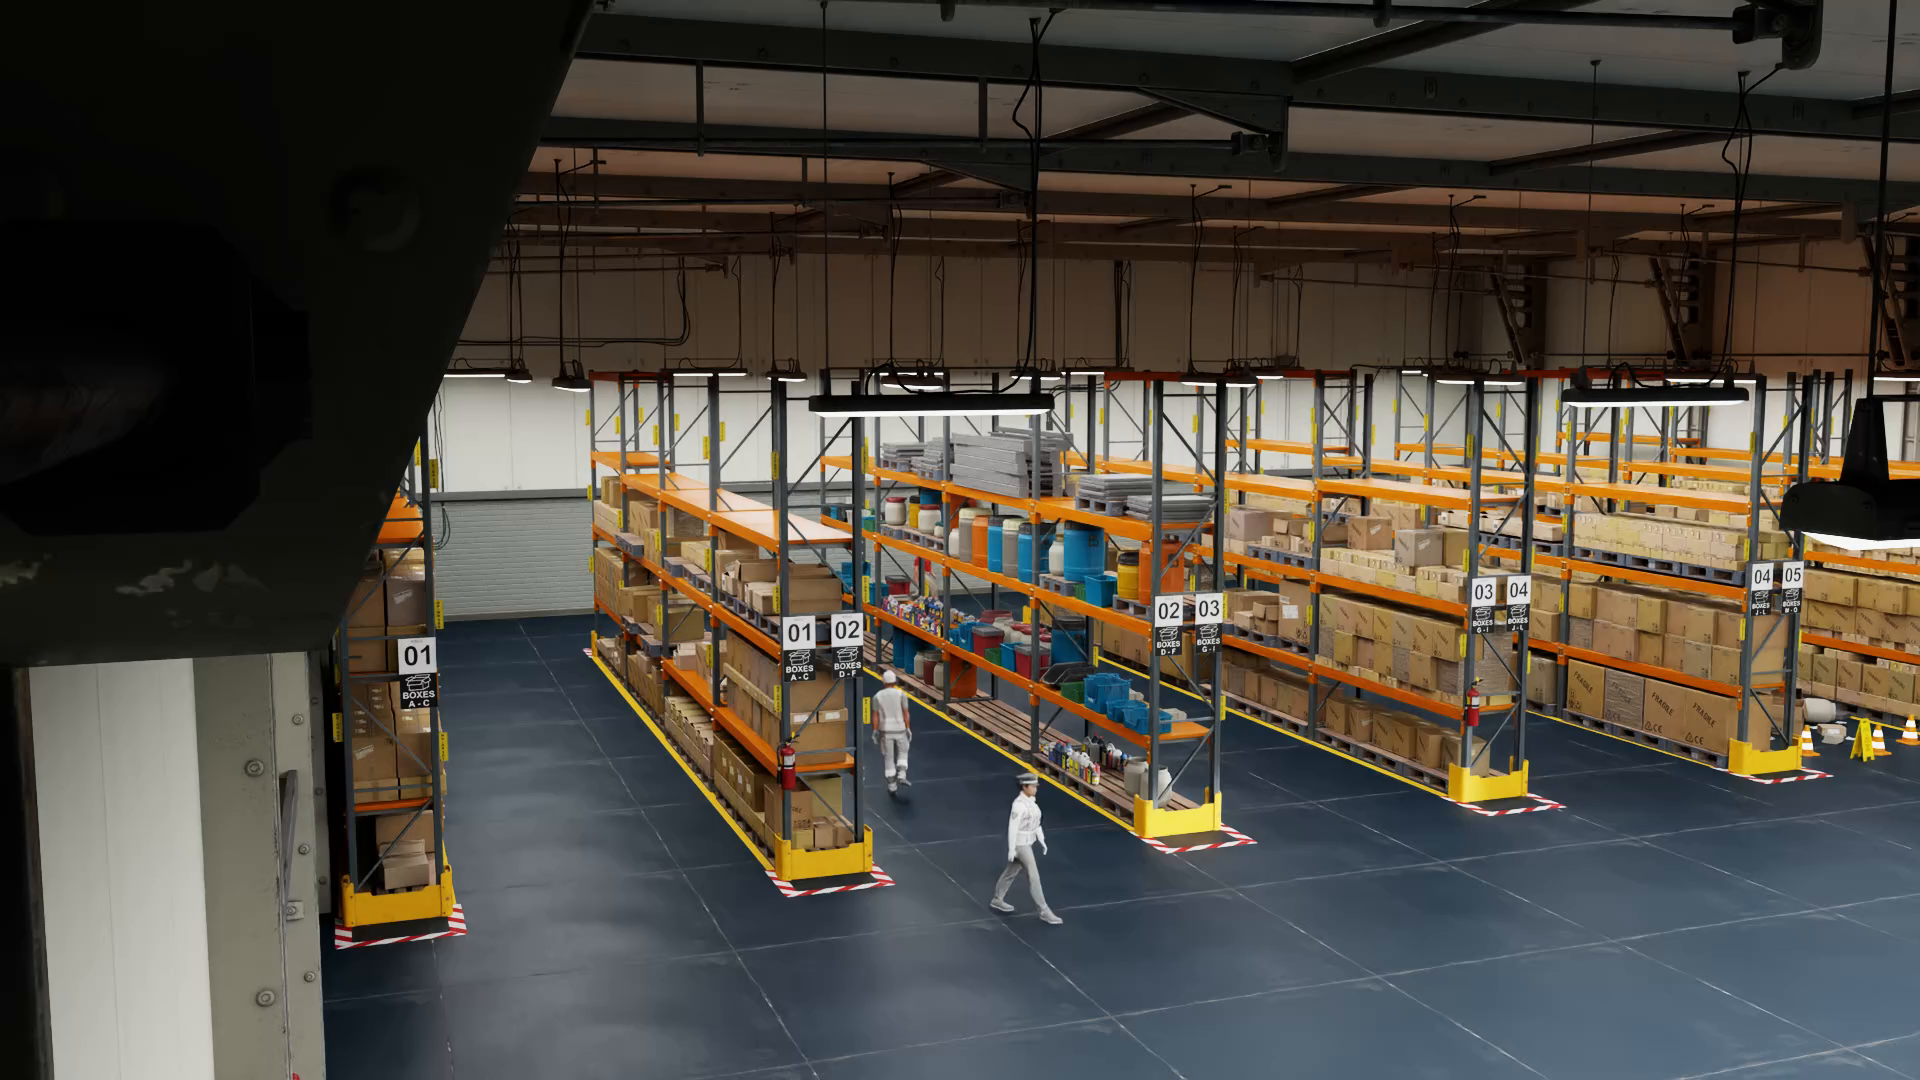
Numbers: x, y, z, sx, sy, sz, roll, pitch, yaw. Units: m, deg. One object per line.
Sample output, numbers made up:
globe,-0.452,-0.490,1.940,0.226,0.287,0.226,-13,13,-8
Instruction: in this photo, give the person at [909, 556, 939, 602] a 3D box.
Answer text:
person,-0.851,0.883,41.600,1.076,1.612,0.515,2,7,14

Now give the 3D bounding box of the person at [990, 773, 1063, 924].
person,0.763,3.416,18.685,0.907,1.625,0.512,2,7,16

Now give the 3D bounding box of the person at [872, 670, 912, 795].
person,-0.982,2.767,23.972,0.574,1.780,0.467,-1,6,-6
